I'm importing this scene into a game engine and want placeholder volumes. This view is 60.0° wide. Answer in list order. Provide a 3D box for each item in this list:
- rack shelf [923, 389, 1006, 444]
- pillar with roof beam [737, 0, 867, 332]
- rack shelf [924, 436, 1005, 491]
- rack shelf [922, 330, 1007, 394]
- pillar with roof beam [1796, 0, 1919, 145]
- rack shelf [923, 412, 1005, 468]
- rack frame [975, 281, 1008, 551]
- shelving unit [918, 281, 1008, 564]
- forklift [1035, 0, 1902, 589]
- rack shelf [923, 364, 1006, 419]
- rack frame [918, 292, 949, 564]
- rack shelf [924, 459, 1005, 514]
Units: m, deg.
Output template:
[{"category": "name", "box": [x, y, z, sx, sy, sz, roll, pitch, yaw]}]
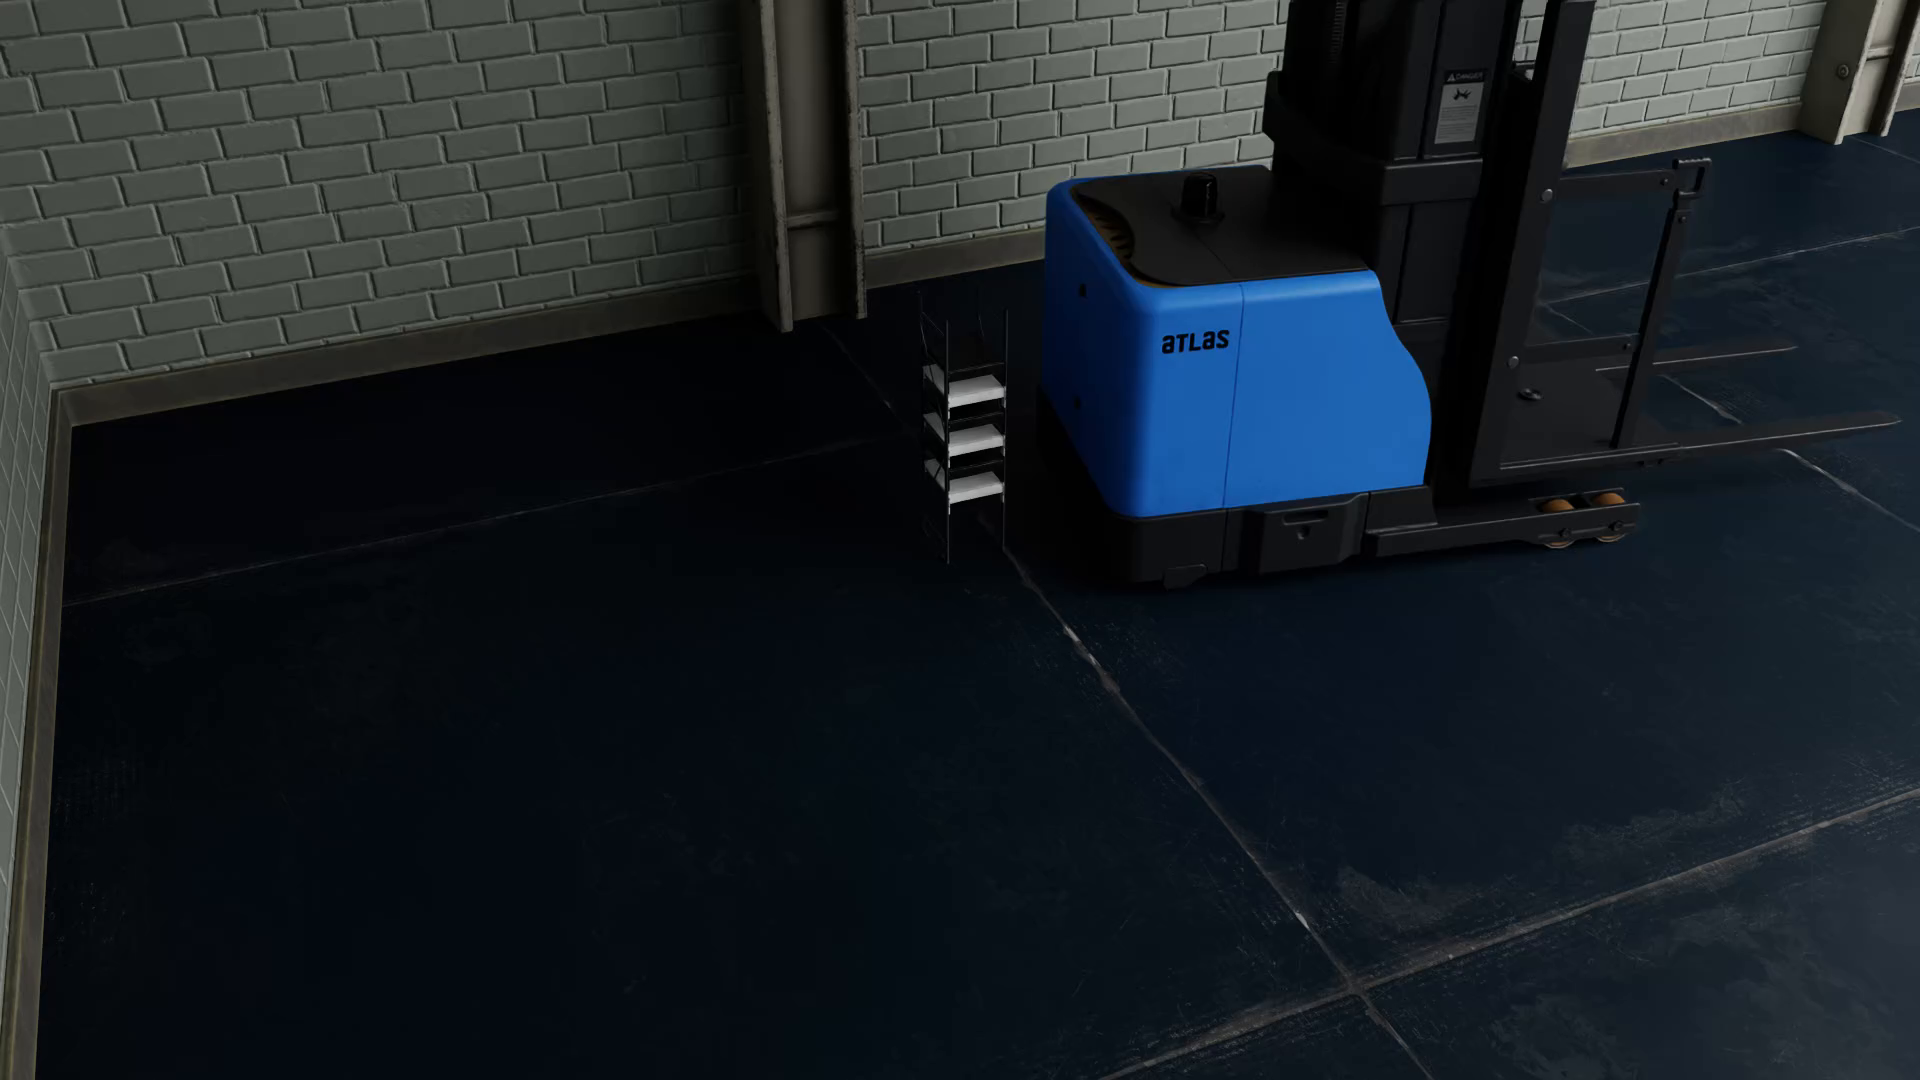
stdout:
[{"category": "rack shelf", "box": [0.007, -0.426, 5.476, 0.200, 0.077, 0.258, -13, 35, -19]}, {"category": "pillar with roof beam", "box": [1.021, -2.613, 1.515, 0.400, 9.000, 9.100, -13, 35, -19]}, {"category": "rack shelf", "box": [0.007, -0.276, 5.574, 0.200, 0.077, 0.258, -13, 35, -19]}, {"category": "rack shelf", "box": [0.007, -0.577, 5.378, 0.200, 0.077, 0.258, -13, 35, -19]}, {"category": "pillar with roof beam", "box": [6.553, -3.880, 3.462, 0.400, 9.000, 9.100, -13, 35, -19]}, {"category": "rack shelf", "box": [0.007, -0.351, 5.525, 0.200, 0.077, 0.258, -13, 35, -19]}, {"category": "rack frame", "box": [0.101, -0.400, 5.540, 0.006, 0.900, 0.240, -13, 35, -19]}, {"category": "shelving unit", "box": [0.007, -0.379, 5.507, 0.210, 0.900, 0.258, -13, 35, -19]}, {"category": "forklift", "box": [1.852, -1.473, 5.327, 3.031, 2.935, 1.130, -7, 34, -10]}, {"category": "rack shelf", "box": [0.007, -0.502, 5.427, 0.200, 0.077, 0.258, -13, 35, -19]}, {"category": "rack frame", "box": [-0.086, -0.357, 5.474, 0.006, 0.900, 0.240, -13, 35, -19]}, {"category": "rack shelf", "box": [0.007, -0.200, 5.624, 0.200, 0.077, 0.258, -13, 35, -19]}]
